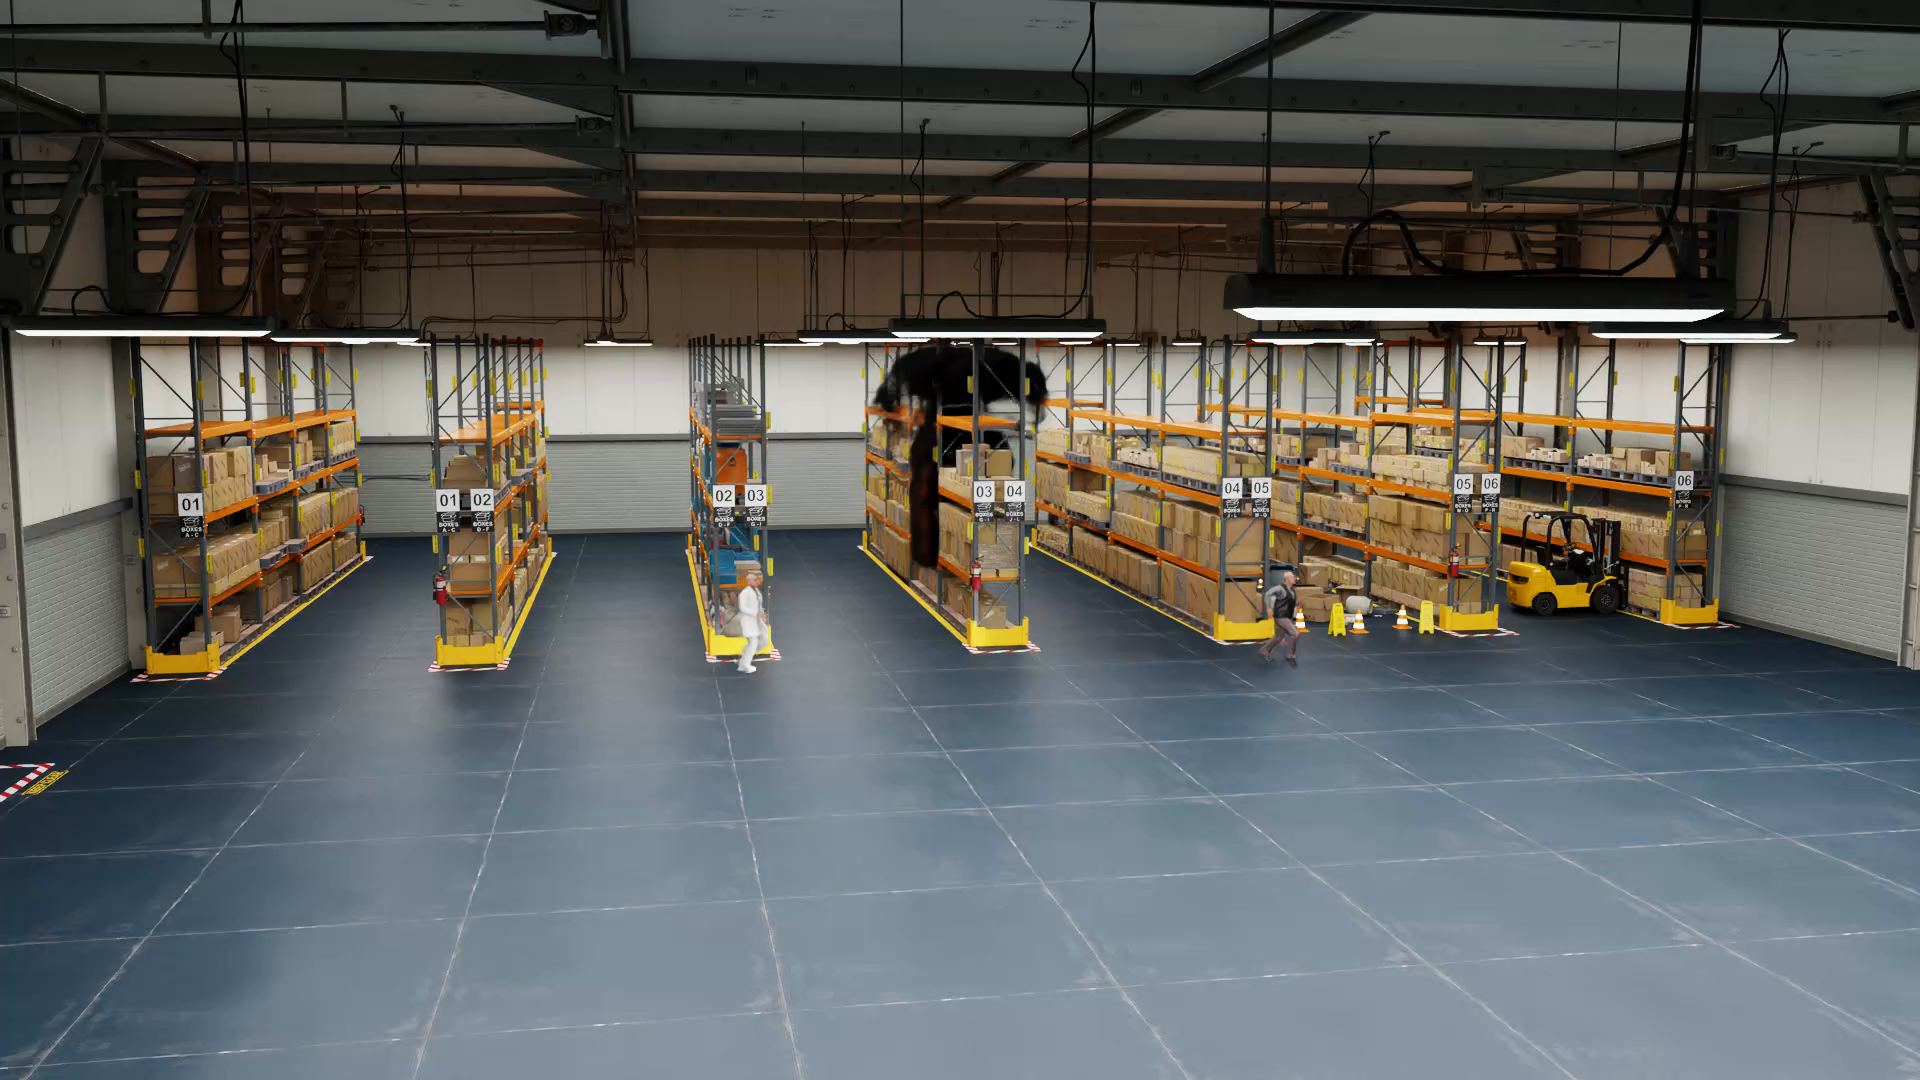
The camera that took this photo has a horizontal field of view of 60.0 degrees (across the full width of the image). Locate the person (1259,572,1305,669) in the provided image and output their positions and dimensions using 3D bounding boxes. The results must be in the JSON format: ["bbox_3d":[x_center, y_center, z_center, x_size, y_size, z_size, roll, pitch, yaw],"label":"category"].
[{"bbox_3d":[5.808,1.443,30.038,0.849,1.761,0.679,4,8,34],"label":"person"}]

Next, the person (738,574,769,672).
[{"bbox_3d":[-3.655,1.471,29.695,0.654,1.732,0.749,3,7,25],"label":"person"}]

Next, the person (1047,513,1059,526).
[{"bbox_3d":[2.857,-0.851,49.996,0.798,1.753,0.762,4,8,31],"label":"person"}]

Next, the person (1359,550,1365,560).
[{"bbox_3d":[10.979,-0.248,45.127,0.664,1.651,0.531,-2,7,-19],"label":"person"}]
